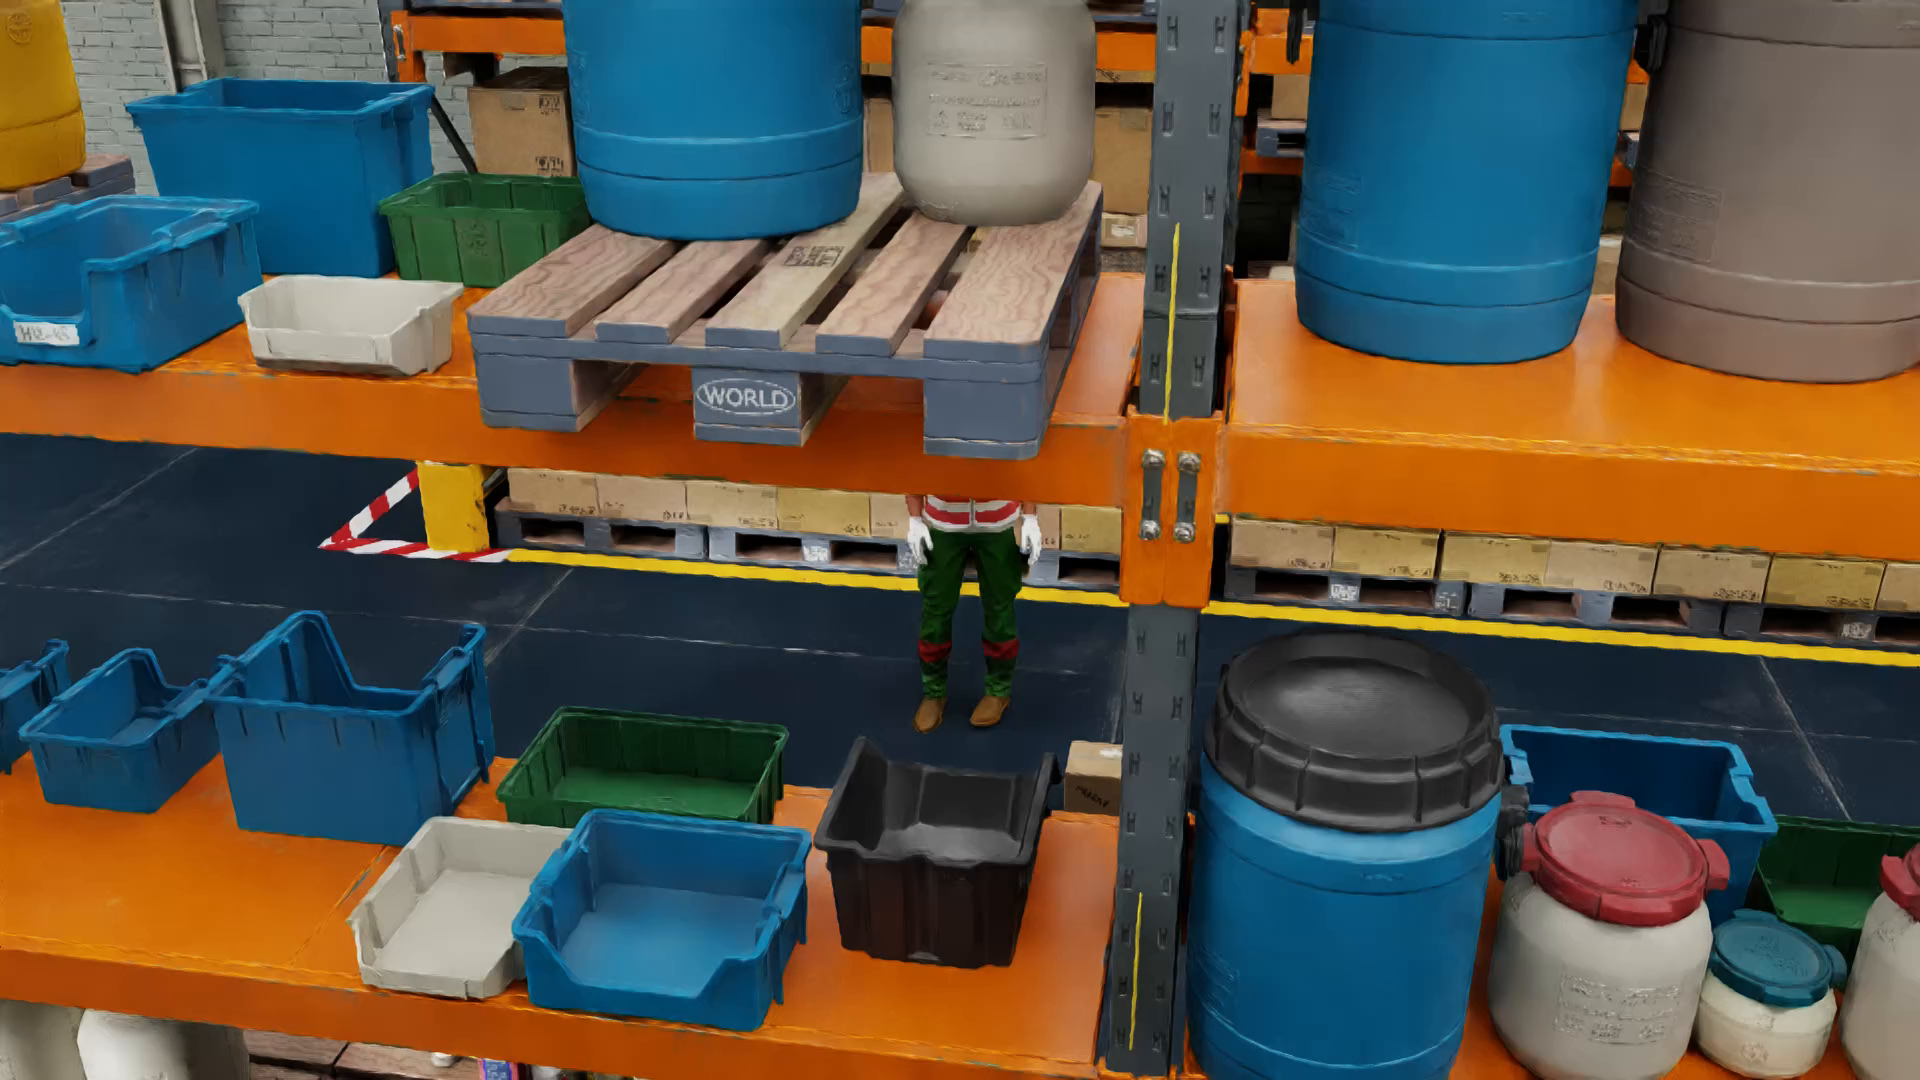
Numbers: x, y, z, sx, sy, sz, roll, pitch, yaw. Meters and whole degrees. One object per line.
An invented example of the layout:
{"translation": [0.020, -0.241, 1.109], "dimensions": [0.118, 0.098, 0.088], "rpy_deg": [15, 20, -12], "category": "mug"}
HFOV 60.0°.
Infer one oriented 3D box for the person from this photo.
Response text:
{"translation": [0.052, -0.041, 7.148], "dimensions": [0.583, 1.821, 0.402], "rpy_deg": [-1, 25, -3], "category": "person"}
